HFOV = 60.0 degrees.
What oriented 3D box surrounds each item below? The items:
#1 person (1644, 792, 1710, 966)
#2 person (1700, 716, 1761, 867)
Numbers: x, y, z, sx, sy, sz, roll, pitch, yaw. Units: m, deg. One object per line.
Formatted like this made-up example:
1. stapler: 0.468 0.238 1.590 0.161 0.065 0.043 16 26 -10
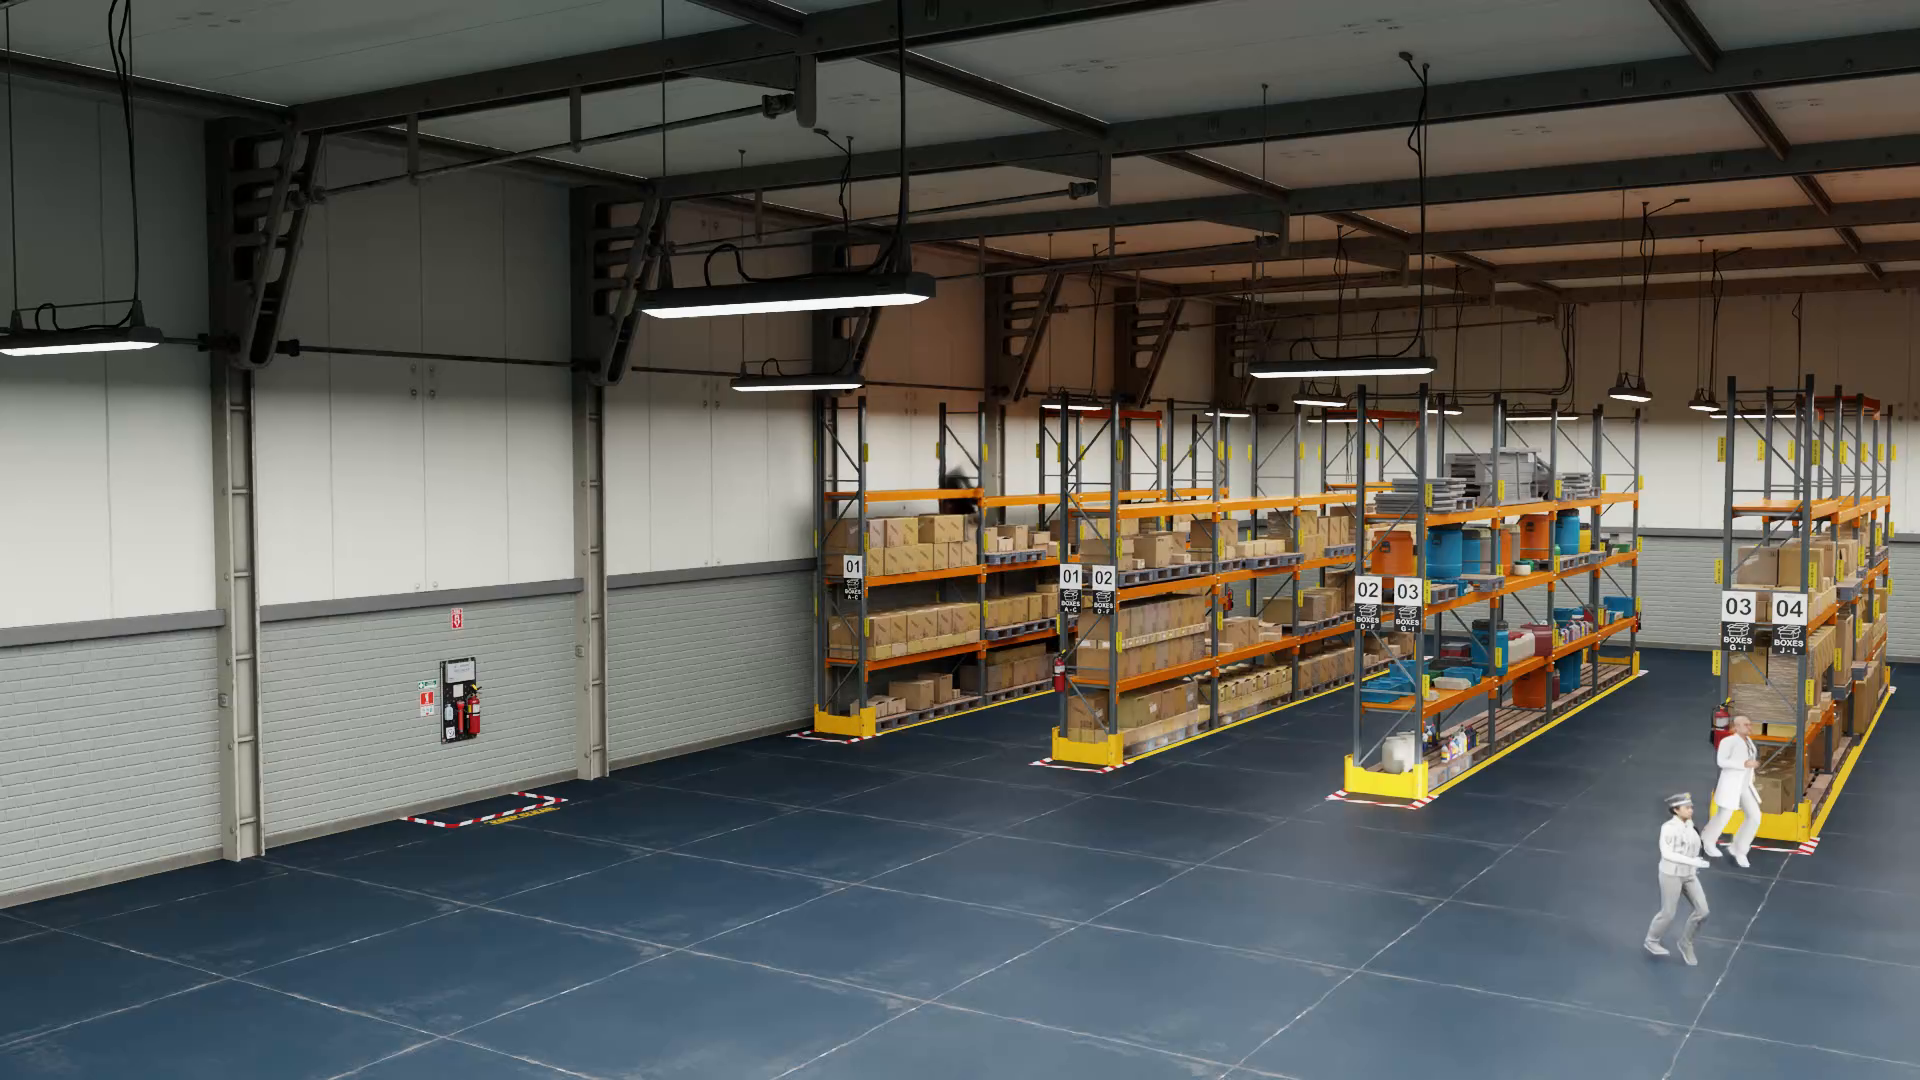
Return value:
1. person: 7.059 3.317 16.280 0.625 1.743 0.698 -2 3 -30
2. person: 9.489 3.067 20.315 0.707 1.847 0.819 -1 3 -23
